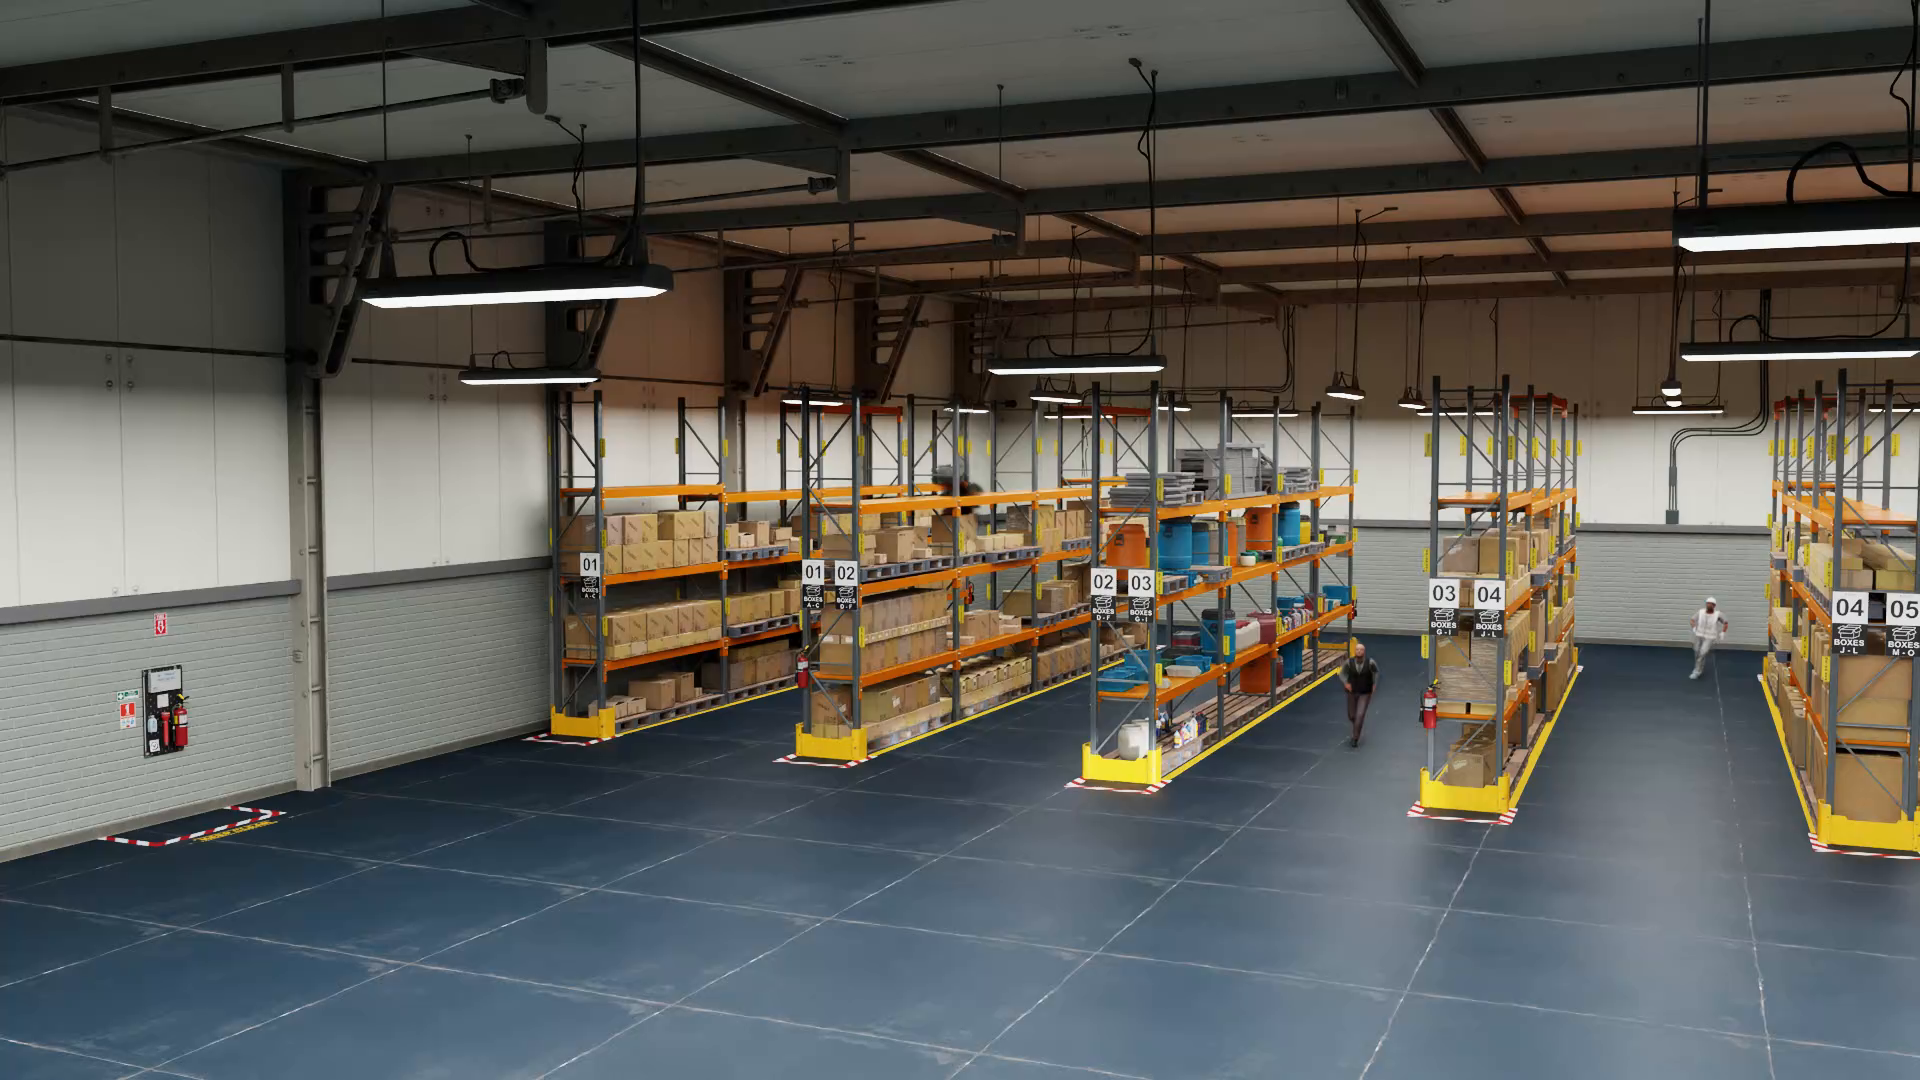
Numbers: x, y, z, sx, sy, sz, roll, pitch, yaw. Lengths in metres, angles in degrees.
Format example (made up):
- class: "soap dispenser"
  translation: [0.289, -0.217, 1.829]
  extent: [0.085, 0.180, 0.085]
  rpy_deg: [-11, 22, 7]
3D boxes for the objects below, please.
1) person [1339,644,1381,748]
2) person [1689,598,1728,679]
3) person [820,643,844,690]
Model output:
- class: "person"
  translation: [6.765, 2.607, 28.173]
  extent: [0.683, 1.713, 0.895]
  rpy_deg: [1, 3, 18]
- class: "person"
  translation: [16.190, 2.118, 36.062]
  extent: [0.743, 1.747, 0.983]
  rpy_deg: [3, 4, 41]
- class: "person"
  translation: [-2.452, 2.103, 32.072]
  extent: [0.558, 1.685, 0.891]
  rpy_deg: [1, 3, 14]
